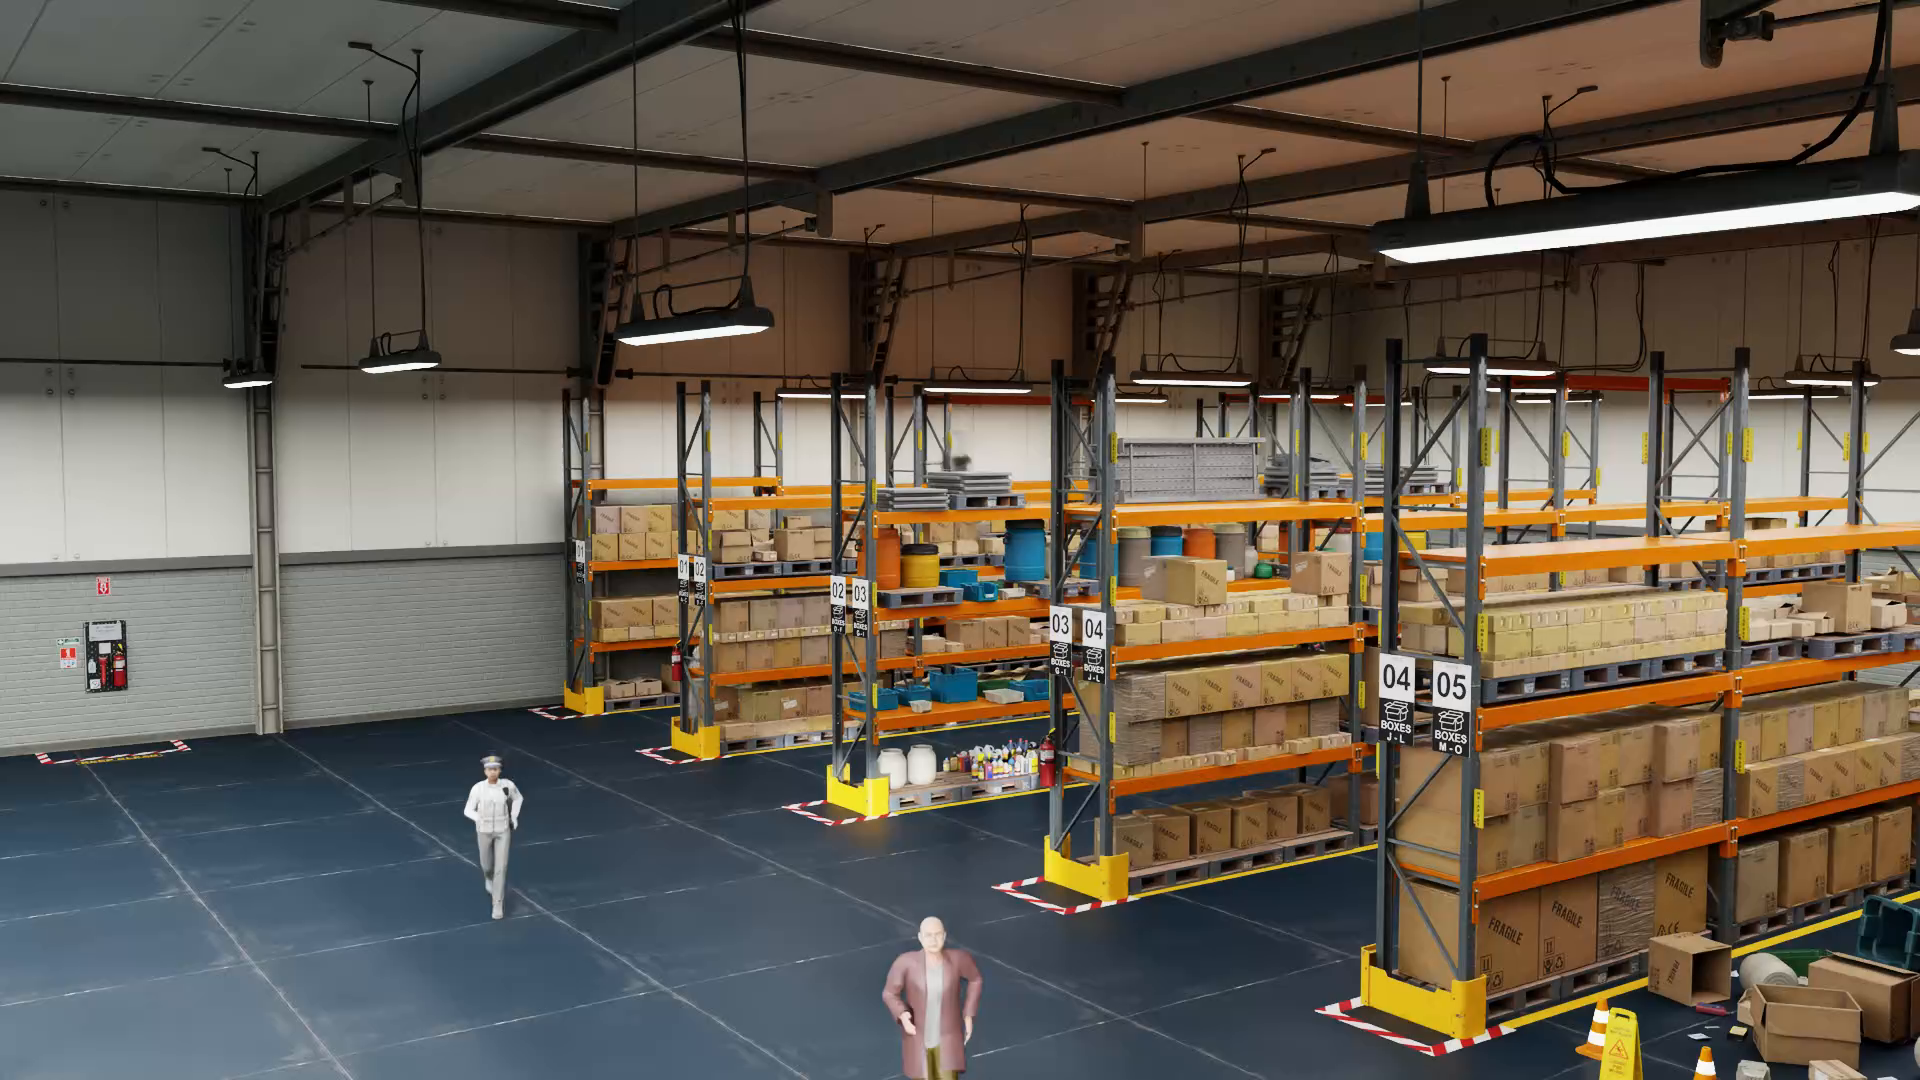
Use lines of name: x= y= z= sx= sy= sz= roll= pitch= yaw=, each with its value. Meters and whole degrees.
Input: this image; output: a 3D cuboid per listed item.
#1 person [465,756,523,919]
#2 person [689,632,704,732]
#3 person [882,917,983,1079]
person: x=-5.035 y=3.160 z=17.990 sx=0.616 sy=1.693 sz=0.901 roll=-1 pitch=4 yaw=-17
person: x=-4.430 y=2.423 z=28.650 sx=0.693 sy=1.763 sz=0.986 roll=4 pitch=5 yaw=45
person: x=-0.198 y=3.538 z=11.705 sx=0.709 sy=1.775 sz=0.718 roll=0 pitch=4 yaw=2
